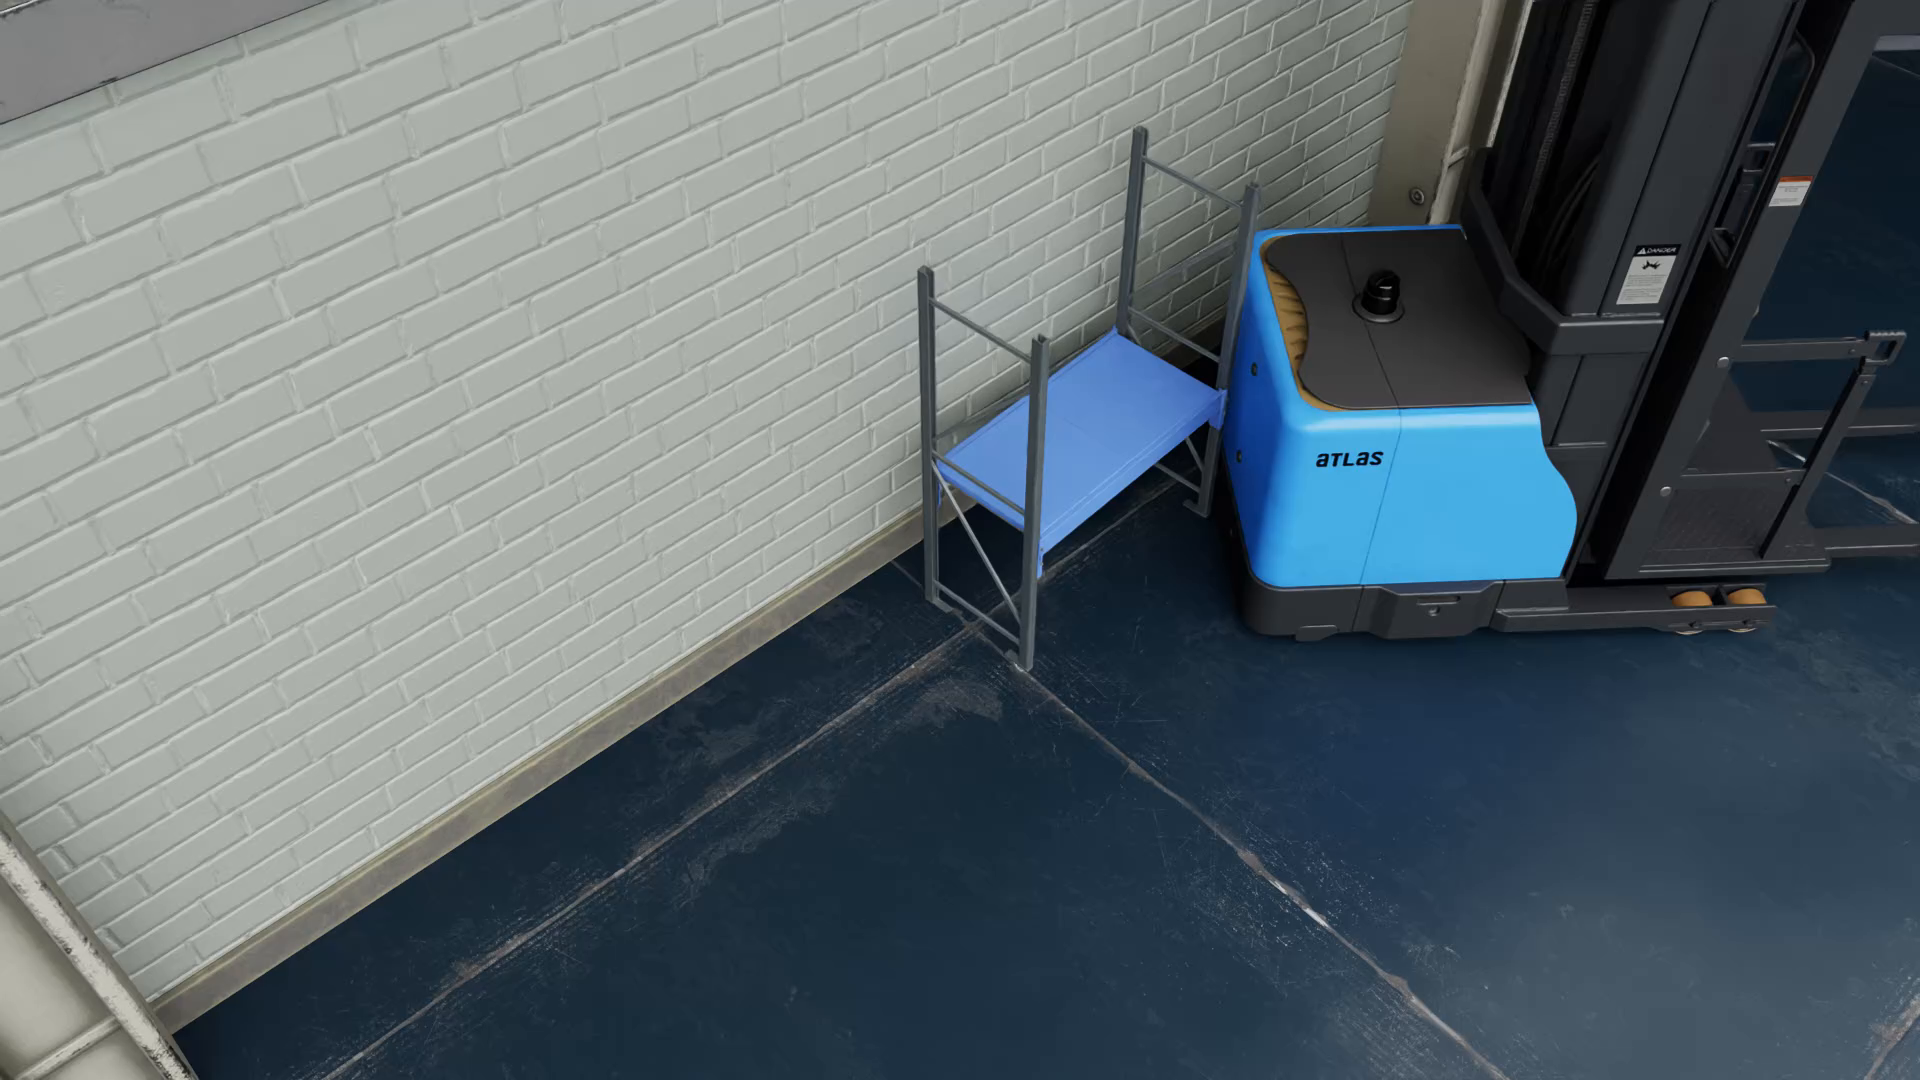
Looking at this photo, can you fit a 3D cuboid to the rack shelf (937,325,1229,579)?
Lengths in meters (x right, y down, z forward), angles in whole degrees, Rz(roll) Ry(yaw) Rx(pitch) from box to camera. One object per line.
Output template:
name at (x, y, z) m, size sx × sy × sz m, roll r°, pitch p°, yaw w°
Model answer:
rack shelf at (0.413, -0.330, 5.778) m, size 0.538 × 0.185 × 1.000 m, roll 35°, pitch 56°, yaw 28°

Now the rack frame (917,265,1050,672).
rack frame at (0.065, -0.179, 5.395) m, size 0.500 × 1.500 × 0.032 m, roll 35°, pitch 56°, yaw 28°

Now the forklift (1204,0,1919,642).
forklift at (2.484, -1.047, 5.221) m, size 3.031 × 2.935 × 1.130 m, roll -2°, pitch 47°, yaw -2°

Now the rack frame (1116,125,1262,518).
rack frame at (0.761, -0.724, 5.897) m, size 0.500 × 1.500 × 0.032 m, roll 35°, pitch 56°, yaw 28°

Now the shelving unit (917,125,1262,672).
shelving unit at (0.413, -0.452, 5.646) m, size 0.538 × 1.500 × 1.048 m, roll 35°, pitch 56°, yaw 28°

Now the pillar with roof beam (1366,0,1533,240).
pillar with roof beam at (4.940, -2.056, 2.024) m, size 0.400 × 9.000 × 9.100 m, roll -34°, pitch 56°, yaw -27°
